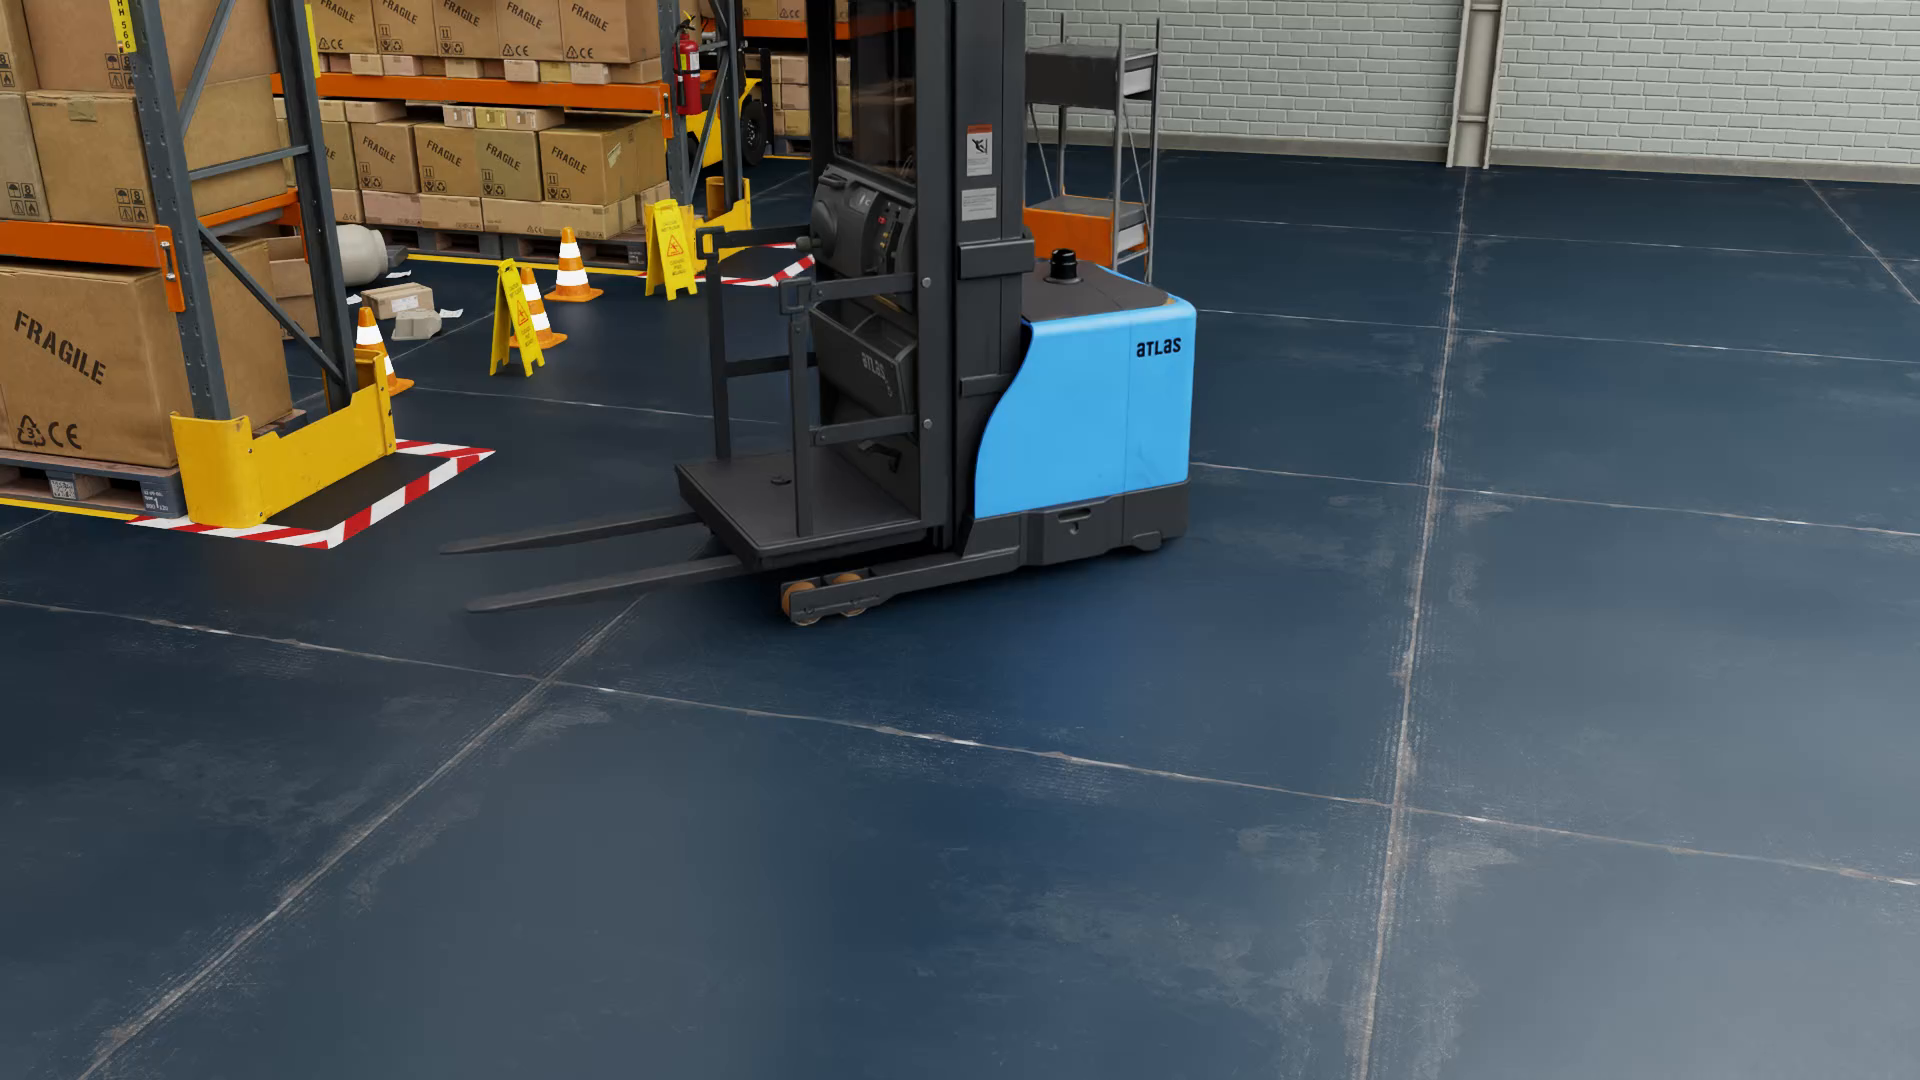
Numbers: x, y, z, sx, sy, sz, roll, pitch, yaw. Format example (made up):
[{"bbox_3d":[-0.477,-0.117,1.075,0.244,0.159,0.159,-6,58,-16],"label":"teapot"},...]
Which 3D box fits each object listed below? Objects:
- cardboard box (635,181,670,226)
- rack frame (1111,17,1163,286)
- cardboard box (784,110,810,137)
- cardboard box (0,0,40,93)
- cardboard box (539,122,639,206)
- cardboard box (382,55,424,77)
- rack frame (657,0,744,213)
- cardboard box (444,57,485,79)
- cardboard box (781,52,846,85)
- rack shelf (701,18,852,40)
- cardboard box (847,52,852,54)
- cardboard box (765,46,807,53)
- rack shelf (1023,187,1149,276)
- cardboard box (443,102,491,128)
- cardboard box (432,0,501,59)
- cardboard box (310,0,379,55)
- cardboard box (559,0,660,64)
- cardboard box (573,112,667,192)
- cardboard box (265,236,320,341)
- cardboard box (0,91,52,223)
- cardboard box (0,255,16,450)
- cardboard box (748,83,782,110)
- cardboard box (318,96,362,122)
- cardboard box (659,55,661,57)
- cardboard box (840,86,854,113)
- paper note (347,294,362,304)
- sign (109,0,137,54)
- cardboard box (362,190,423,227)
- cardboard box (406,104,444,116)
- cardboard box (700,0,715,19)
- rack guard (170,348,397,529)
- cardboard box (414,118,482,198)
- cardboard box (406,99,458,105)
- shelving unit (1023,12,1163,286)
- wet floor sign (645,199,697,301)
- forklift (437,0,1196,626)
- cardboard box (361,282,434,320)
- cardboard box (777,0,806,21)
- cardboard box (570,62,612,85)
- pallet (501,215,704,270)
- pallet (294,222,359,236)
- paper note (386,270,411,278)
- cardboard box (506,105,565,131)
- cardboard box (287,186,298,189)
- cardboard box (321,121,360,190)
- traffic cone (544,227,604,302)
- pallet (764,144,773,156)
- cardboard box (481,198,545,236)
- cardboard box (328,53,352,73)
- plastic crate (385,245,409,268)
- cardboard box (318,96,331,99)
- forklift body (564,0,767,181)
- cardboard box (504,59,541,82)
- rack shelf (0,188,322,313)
[{"bbox_3d":[-2.537,-2.585,12.689,0.500,0.250,0.500,6,23,15],"label":"cardboard box"},{"bbox_3d":[0.797,-1.309,7.694,0.015,2.100,0.400,13,26,29],"label":"rack frame"},{"bbox_3d":[-1.429,-4.195,16.613,0.500,0.250,0.500,7,23,15],"label":"cardboard box"},{"bbox_3d":[-4.075,-2.315,7.340,0.550,0.550,0.875,7,23,16],"label":"cardboard box"},{"bbox_3d":[-2.687,-2.736,12.069,0.500,0.500,0.500,7,23,16],"label":"cardboard box"},{"bbox_3d":[-3.994,-3.484,12.142,0.250,0.149,0.380,6,23,15],"label":"cardboard box"},{"bbox_3d":[-1.845,-3.474,11.786,0.127,3.000,1.000,7,23,16],"label":"rack frame"},{"bbox_3d":[-3.509,-3.436,12.024,0.250,0.149,0.380,6,23,15],"label":"cardboard box"},{"bbox_3d":[-1.436,-4.654,16.414,0.500,0.250,0.500,7,23,16],"label":"cardboard box"},{"bbox_3d":[-2.329,-5.164,16.855,4.000,0.370,1.077,7,23,16],"label":"rack shelf"},{"bbox_3d":[-0.820,-4.784,16.733,0.500,0.250,0.500,6,23,15],"label":"cardboard box"},{"bbox_3d":[-1.775,-4.896,17.006,0.500,0.250,0.500,6,23,15],"label":"cardboard box"},{"bbox_3d":[0.590,-1.345,7.819,0.480,0.518,0.431,13,26,29],"label":"rack shelf"},{"bbox_3d":[-3.549,-3.110,12.127,0.250,0.149,0.380,8,23,18],"label":"cardboard box"},{"bbox_3d":[-3.400,-3.730,11.887,0.500,0.500,0.500,6,23,15],"label":"cardboard box"},{"bbox_3d":[-4.369,-3.840,12.156,0.500,0.500,0.500,6,23,15],"label":"cardboard box"},{"bbox_3d":[-2.444,-3.617,11.612,0.500,0.500,0.500,6,23,15],"label":"cardboard box"},{"bbox_3d":[-2.560,-2.934,12.553,0.500,0.500,0.500,6,23,14],"label":"cardboard box"},{"bbox_3d":[-4.258,-1.592,10.487,0.637,0.503,0.797,-9,24,-21],"label":"cardboard box"},{"bbox_3d":[-4.079,-1.810,7.533,0.550,0.550,0.875,7,23,16],"label":"cardboard box"},{"bbox_3d":[-4.689,-1.022,8.055,0.875,0.875,0.875,6,23,15],"label":"cardboard box"},{"bbox_3d":[-1.948,-4.479,16.647,0.500,0.250,0.500,6,23,14],"label":"cardboard box"},{"bbox_3d":[-4.592,-3.228,12.413,0.250,0.149,0.380,7,23,18],"label":"cardboard box"},{"bbox_3d":[-2.110,-3.470,12.108,0.250,0.149,0.380,7,23,16],"label":"cardboard box"},{"bbox_3d":[-0.971,-4.371,16.385,0.500,0.250,0.500,6,23,15],"label":"cardboard box"},{"bbox_3d":[-4.094,-1.623,11.202,0.142,0.019,0.148,16,27,34],"label":"paper note"},{"bbox_3d":[-3.348,-2.114,6.633,0.005,0.325,0.100,7,23,16],"label":"sign"},{"bbox_3d":[-4.164,-2.560,12.629,0.500,0.250,0.500,6,23,15],"label":"cardboard box"},{"bbox_3d":[-4.054,-3.104,12.965,0.500,0.500,0.500,8,24,18],"label":"cardboard box"},{"bbox_3d":[-2.431,-5.450,16.472,0.500,0.500,0.500,7,23,16],"label":"cardboard box"},{"bbox_3d":[-3.155,-0.505,7.843,0.348,0.500,1.175,7,23,16],"label":"rack guard"},{"bbox_3d":[-3.669,-2.850,12.347,0.500,0.500,0.500,6,23,14],"label":"cardboard box"},{"bbox_3d":[-5.487,-4.953,17.968,0.625,0.625,0.875,6,23,15],"label":"cardboard box"},{"bbox_3d":[0.590,-1.358,7.814,0.503,2.100,0.431,13,26,29],"label":"shelving unit"},{"bbox_3d":[-1.972,-1.975,11.235,0.232,0.644,0.267,16,27,34],"label":"wet floor sign"},{"bbox_3d":[-0.569,-1.252,6.461,3.031,2.935,1.130,-10,24,-24],"label":"forklift"},{"bbox_3d":[-3.682,-1.565,10.888,0.380,0.149,0.250,-20,29,-39],"label":"cardboard box"},{"bbox_3d":[-1.455,-5.343,16.211,0.500,0.500,0.500,7,23,17],"label":"cardboard box"},{"bbox_3d":[-2.539,-3.308,11.714,0.250,0.149,0.380,6,23,15],"label":"cardboard box"},{"bbox_3d":[-2.685,-2.294,12.584,1.213,0.211,1.003,7,23,16],"label":"pallet"},{"bbox_3d":[-5.021,-2.562,13.237,1.213,0.211,1.003,7,23,16],"label":"pallet"},{"bbox_3d":[-4.001,-1.897,11.855,0.148,0.019,0.142,-1,22,-3],"label":"paper note"},{"bbox_3d":[-3.058,-3.052,11.985,0.250,0.149,0.380,7,23,17],"label":"cardboard box"},{"bbox_3d":[-5.187,-2.672,12.901,0.500,0.250,0.500,5,23,13],"label":"cardboard box"},{"bbox_3d":[-4.671,-2.964,12.626,0.500,0.500,0.500,8,23,18],"label":"cardboard box"},{"bbox_3d":[-2.629,-1.879,11.240,0.334,0.463,0.336,7,23,16],"label":"traffic cone"},{"bbox_3d":[-2.323,-4.191,17.208,1.213,0.211,1.003,7,23,15],"label":"pallet"},{"bbox_3d":[-3.190,-2.447,12.352,0.500,0.250,0.500,7,23,16],"label":"cardboard box"},{"bbox_3d":[-4.454,-3.561,12.329,0.250,0.149,0.380,6,23,15],"label":"cardboard box"},{"bbox_3d":[-4.408,-2.092,12.264,0.583,0.080,0.402,-1,22,-3],"label":"plastic crate"},{"bbox_3d":[-6.852,-5.108,18.347,0.625,0.625,0.875,7,23,17],"label":"cardboard box"},{"bbox_3d":[-2.757,-4.430,15.236,1.214,2.155,2.313,7,23,16],"label":"forklift body"},{"bbox_3d":[-3.033,-3.362,11.844,0.250,0.149,0.380,7,23,16],"label":"cardboard box"},{"bbox_3d":[-5.092,-1.551,8.046,4.000,0.370,1.077,7,23,16],"label":"rack shelf"}]
